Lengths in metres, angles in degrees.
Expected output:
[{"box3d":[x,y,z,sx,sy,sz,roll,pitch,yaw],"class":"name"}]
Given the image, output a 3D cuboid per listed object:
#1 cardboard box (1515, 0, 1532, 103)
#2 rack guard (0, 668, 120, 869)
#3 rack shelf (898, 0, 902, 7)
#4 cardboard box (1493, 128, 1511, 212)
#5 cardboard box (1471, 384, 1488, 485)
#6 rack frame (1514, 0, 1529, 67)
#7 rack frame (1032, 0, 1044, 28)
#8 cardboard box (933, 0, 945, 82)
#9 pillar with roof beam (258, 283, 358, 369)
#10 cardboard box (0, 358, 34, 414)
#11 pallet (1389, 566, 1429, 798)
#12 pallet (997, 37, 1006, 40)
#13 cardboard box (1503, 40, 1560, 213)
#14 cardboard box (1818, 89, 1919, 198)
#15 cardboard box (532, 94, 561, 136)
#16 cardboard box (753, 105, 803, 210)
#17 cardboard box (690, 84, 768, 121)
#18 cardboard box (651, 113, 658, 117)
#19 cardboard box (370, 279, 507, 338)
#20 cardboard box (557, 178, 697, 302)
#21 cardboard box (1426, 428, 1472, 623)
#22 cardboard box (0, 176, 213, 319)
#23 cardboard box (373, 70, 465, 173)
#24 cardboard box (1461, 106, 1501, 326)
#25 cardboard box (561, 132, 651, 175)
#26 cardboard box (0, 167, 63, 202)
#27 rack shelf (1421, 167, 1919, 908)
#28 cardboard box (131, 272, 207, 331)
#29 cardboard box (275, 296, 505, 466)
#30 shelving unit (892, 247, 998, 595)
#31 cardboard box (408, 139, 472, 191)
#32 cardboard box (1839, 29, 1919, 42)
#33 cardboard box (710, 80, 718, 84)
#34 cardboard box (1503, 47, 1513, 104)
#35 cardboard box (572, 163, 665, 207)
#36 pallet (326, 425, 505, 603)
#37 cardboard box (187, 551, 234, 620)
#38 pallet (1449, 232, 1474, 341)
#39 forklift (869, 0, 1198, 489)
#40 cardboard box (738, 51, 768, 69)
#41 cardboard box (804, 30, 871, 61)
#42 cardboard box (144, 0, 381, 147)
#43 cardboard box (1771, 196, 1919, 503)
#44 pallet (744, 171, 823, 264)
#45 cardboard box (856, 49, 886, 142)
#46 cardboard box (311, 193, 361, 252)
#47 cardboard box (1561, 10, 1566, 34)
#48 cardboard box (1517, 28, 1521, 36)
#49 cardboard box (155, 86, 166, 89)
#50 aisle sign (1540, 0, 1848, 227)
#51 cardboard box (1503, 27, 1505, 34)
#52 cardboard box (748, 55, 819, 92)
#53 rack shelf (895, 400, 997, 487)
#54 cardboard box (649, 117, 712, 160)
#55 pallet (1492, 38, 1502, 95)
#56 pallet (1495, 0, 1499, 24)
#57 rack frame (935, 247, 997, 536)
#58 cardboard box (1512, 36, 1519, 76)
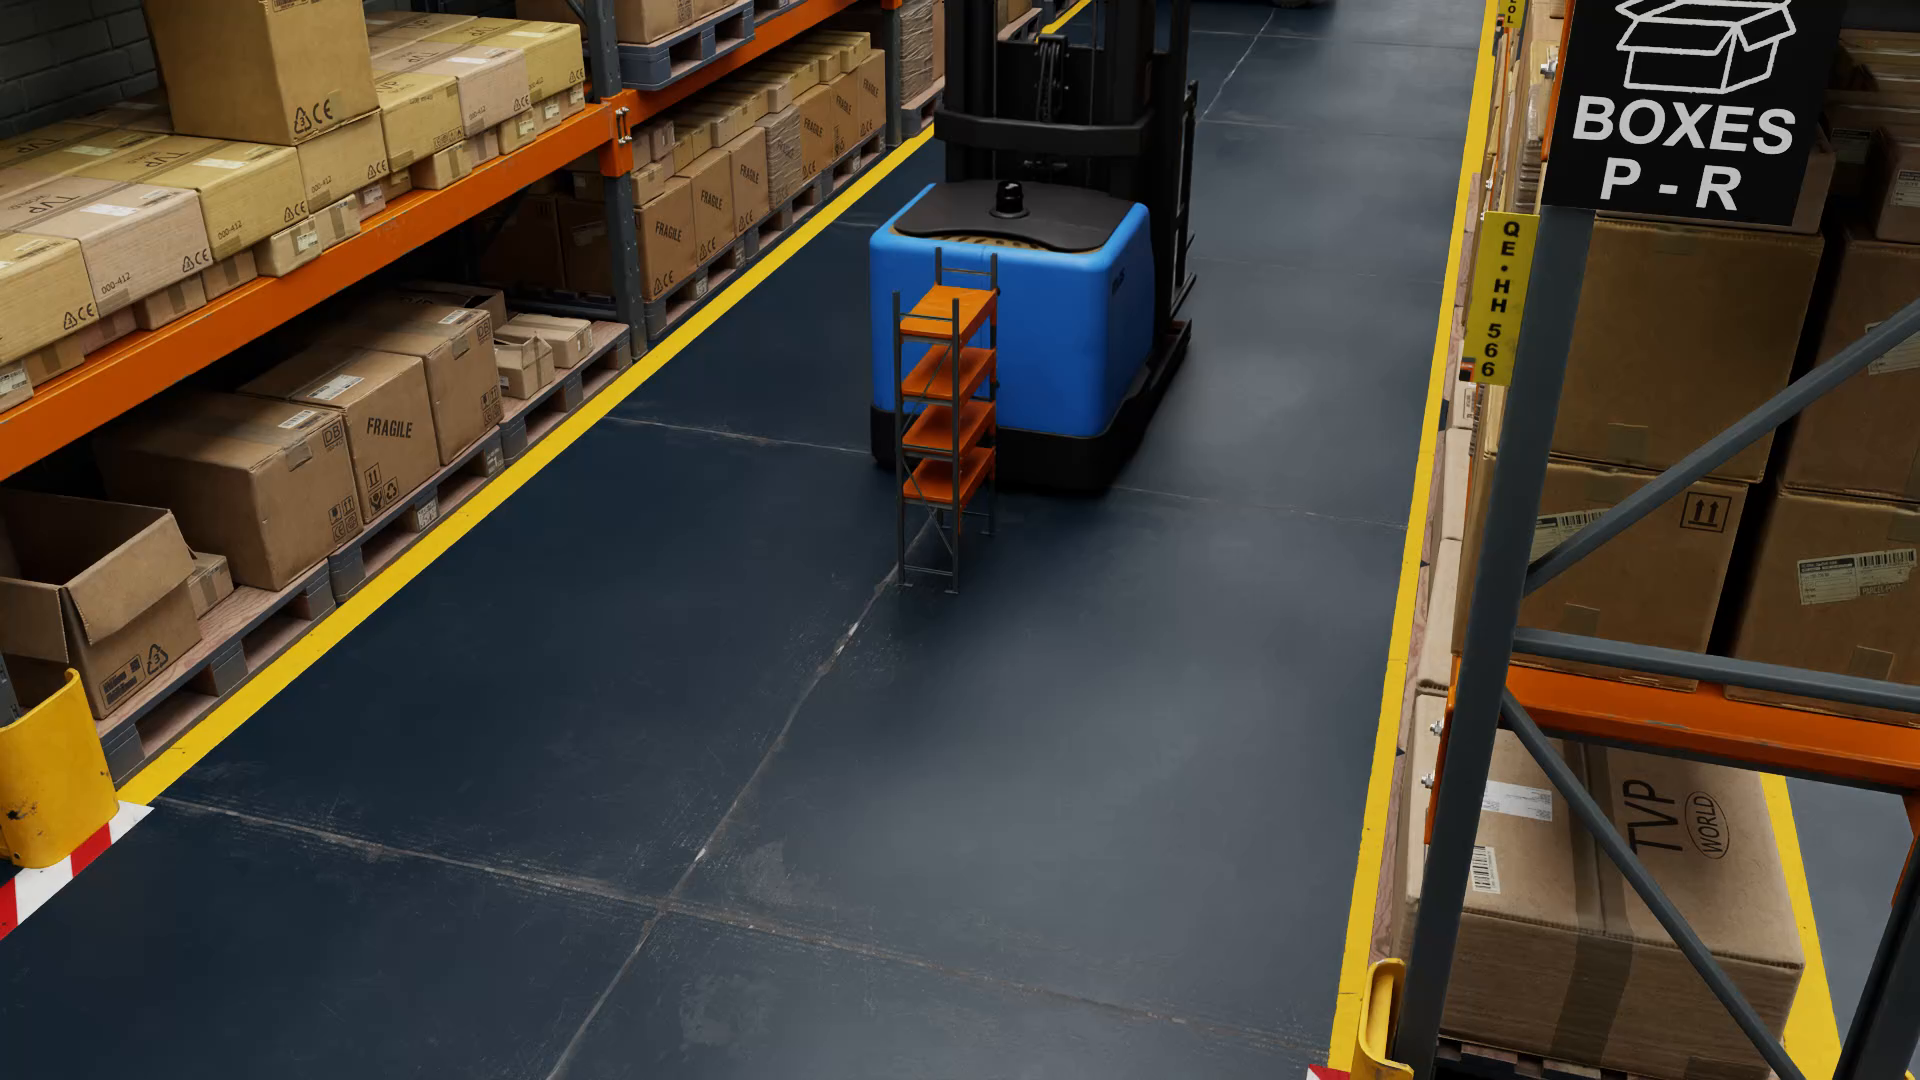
[{"box3d":[2.139,-1.658,5.513,0.500,0.500,0.500,8,30,14],"class":"cardboard box"},{"box3d":[-3.233,0.612,5.136,1.175,0.500,0.348,8,30,15],"class":"rack guard"},{"box3d":[-0.320,-4.778,12.994,1.077,0.370,4.000,8,30,15],"class":"rack shelf"},{"box3d":[1.973,-0.997,5.354,0.500,0.500,0.500,9,30,15],"class":"cardboard box"},{"box3d":[1.541,-0.276,4.057,0.500,0.500,0.500,8,30,14],"class":"cardboard box"},{"box3d":[2.665,-1.598,6.537,1.000,3.000,0.127,8,30,15],"class":"rack frame"},{"box3d":[0.267,-6.022,14.490,1.000,3.000,0.127,8,30,15],"class":"rack frame"},{"box3d":[-0.527,-3.902,12.689,0.875,0.625,0.625,9,30,17],"class":"cardboard box"},{"box3d":[0.968,-4.117,4.894,9.100,9.000,0.400,8,30,15],"class":"pillar with roof beam"},{"box3d":[-2.897,-0.449,4.731,0.380,0.149,0.250,8,30,14],"class":"cardboard box"},{"box3d":[2.011,0.532,5.577,1.003,0.211,1.213,8,30,15],"class":"pallet"},{"box3d":[-0.268,-3.887,13.520,1.003,0.211,1.213,8,30,15],"class":"pallet"},{"box3d":[1.678,-0.954,4.248,0.500,0.500,0.500,8,30,15],"class":"cardboard box"},{"box3d":[1.869,-0.760,3.233,0.380,0.149,0.250,9,30,16],"class":"cardboard box"},{"box3d":[-1.989,-1.886,7.314,0.380,0.149,0.250,9,30,16],"class":"cardboard box"},{"box3d":[-1.268,-2.309,9.954,0.500,0.500,0.500,7,30,13],"class":"cardboard box"},{"box3d":[-1.347,-2.553,9.726,0.380,0.149,0.250,9,30,15],"class":"cardboard box"},{"box3d":[-1.931,-2.371,9.400,0.380,0.149,0.250,9,30,16],"class":"cardboard box"},{"box3d":[-2.501,-1.040,7.867,0.500,0.311,0.500,10,30,17],"class":"cardboard box"},{"box3d":[-1.724,-1.588,8.659,0.500,0.500,0.500,10,31,17],"class":"cardboard box"},{"box3d":[2.116,0.031,5.813,0.875,0.438,0.875,8,30,13],"class":"cardboard box"},{"box3d":[-2.717,-0.917,5.161,0.500,0.250,0.500,9,30,15],"class":"cardboard box"},{"box3d":[-2.289,-1.633,6.447,0.500,0.250,0.500,8,30,15],"class":"cardboard box"},{"box3d":[3.028,-1.573,8.246,0.875,0.875,0.875,9,30,16],"class":"cardboard box"},{"box3d":[-1.780,-1.946,8.329,0.380,0.149,0.250,8,30,14],"class":"cardboard box"},{"box3d":[-3.221,-1.001,5.312,0.500,0.250,0.500,9,30,15],"class":"cardboard box"},{"box3d":[2.078,-0.354,5.041,1.077,0.370,4.000,8,30,15],"class":"rack shelf"},{"box3d":[-2.689,-0.810,5.379,0.380,0.149,0.250,9,30,16],"class":"cardboard box"},{"box3d":[-2.392,-0.682,7.029,0.700,0.500,0.500,7,30,13],"class":"cardboard box"},{"box3d":[-0.049,-0.447,6.320,0.258,1.200,0.503,8,30,15],"class":"shelving unit"},{"box3d":[-2.193,-1.521,6.658,0.380,0.149,0.250,8,30,14],"class":"cardboard box"},{"box3d":[2.141,-1.119,3.878,0.380,0.149,0.250,9,30,15],"class":"cardboard box"},{"box3d":[-1.687,-2.731,10.047,0.380,0.149,0.250,9,30,15],"class":"cardboard box"},{"box3d":[2.706,-2.013,7.438,0.500,0.250,0.500,8,30,14],"class":"cardboard box"},{"box3d":[-1.722,-1.808,8.386,0.380,0.149,0.250,10,31,17],"class":"cardboard box"},{"box3d":[-2.640,-0.198,6.889,1.003,0.211,1.213,8,30,15],"class":"pallet"},{"box3d":[-2.823,0.154,5.888,0.380,0.149,0.250,7,30,13],"class":"cardboard box"},{"box3d":[3.176,-1.317,8.901,1.003,0.211,1.213,8,30,15],"class":"pallet"},{"box3d":[0.545,-2.195,7.681,1.130,2.935,3.031,9,30,15],"class":"forklift"},{"box3d":[-1.458,-3.093,10.697,0.380,0.149,0.250,9,30,16],"class":"cardboard box"},{"box3d":[-0.810,-3.272,11.019,0.380,0.149,0.250,7,30,12],"class":"cardboard box"},{"box3d":[-2.425,-1.707,5.810,0.500,0.500,0.500,9,30,16],"class":"cardboard box"},{"box3d":[1.904,-0.402,3.256,0.500,0.500,0.500,8,30,14],"class":"cardboard box"},{"box3d":[-1.522,-2.038,10.196,1.003,0.211,1.213,8,30,15],"class":"pallet"},{"box3d":[-0.826,-3.027,11.246,0.500,0.500,0.500,9,30,16],"class":"cardboard box"},{"box3d":[-2.413,-1.166,6.019,0.380,0.149,0.250,9,30,16],"class":"cardboard box"},{"box3d":[1.727,-1.299,4.201,0.380,0.149,0.250,9,30,16],"class":"cardboard box"},{"box3d":[2.556,-2.322,6.707,0.500,0.500,0.500,9,30,16],"class":"cardboard box"},{"box3d":[-2.779,-1.704,6.575,0.500,0.250,0.500,9,30,16],"class":"cardboard box"},{"box3d":[1.173,-0.886,2.583,0.394,0.787,0.004,8,30,15],"class":"aisle sign"},{"box3d":[4.654,-3.772,12.716,0.950,0.372,0.625,10,31,18],"class":"cardboard box"},{"box3d":[-1.101,-2.909,10.365,0.380,0.149,0.250,9,30,16],"class":"cardboard box"},{"box3d":[-0.049,-0.389,6.353,0.258,0.148,0.480,8,30,15],"class":"rack shelf"},{"box3d":[-1.582,-2.198,9.087,0.380,0.149,0.250,8,30,14],"class":"cardboard box"},{"box3d":[4.786,-3.735,13.247,1.003,0.211,1.213,8,30,15],"class":"pallet"},{"box3d":[5.533,-4.983,15.490,1.003,0.211,1.213,8,30,15],"class":"pallet"},{"box3d":[0.023,-0.561,6.524,0.240,1.200,0.015,8,30,15],"class":"rack frame"},{"box3d":[2.562,-1.990,6.882,0.500,0.250,0.500,8,30,15],"class":"cardboard box"}]
